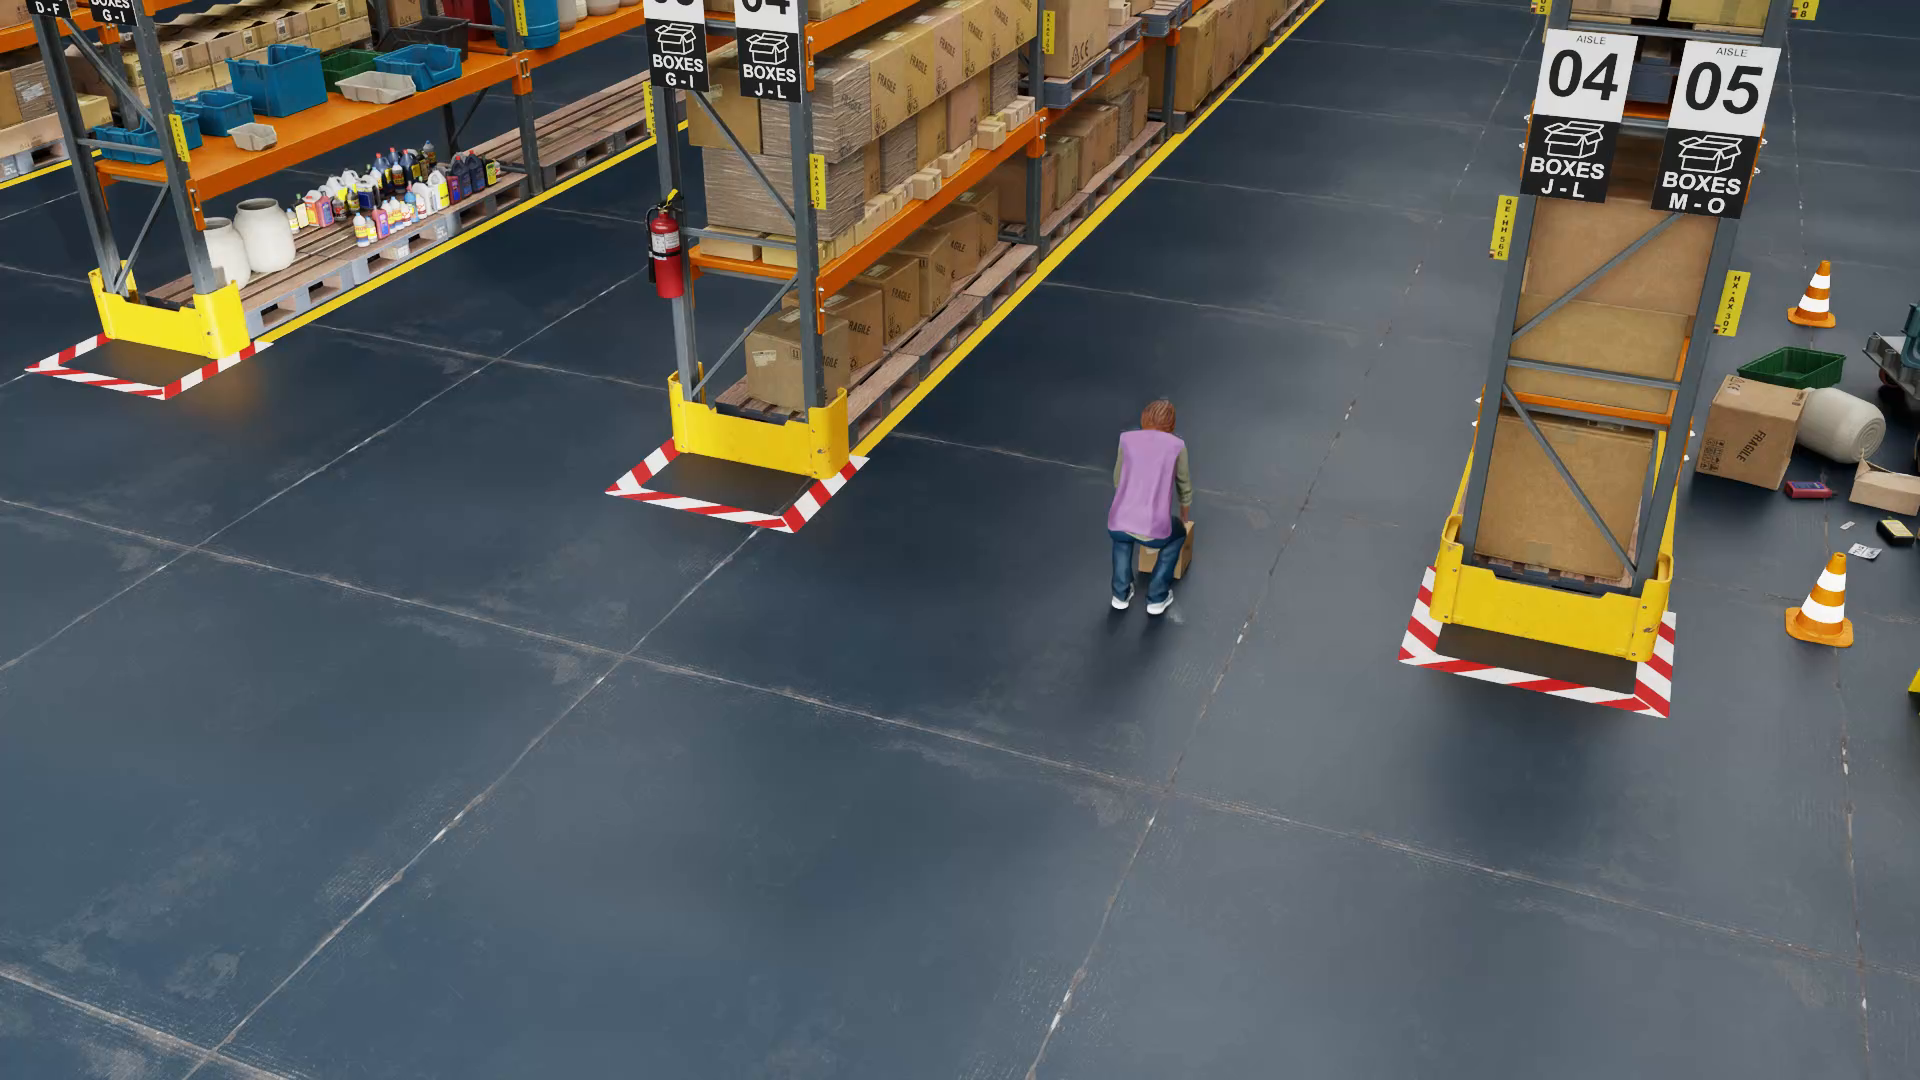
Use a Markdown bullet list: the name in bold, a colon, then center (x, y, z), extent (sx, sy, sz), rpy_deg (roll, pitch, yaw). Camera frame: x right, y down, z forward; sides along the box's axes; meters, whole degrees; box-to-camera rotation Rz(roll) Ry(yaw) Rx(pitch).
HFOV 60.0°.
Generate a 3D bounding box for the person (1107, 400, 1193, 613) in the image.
- **person**: center (1.015, -0.148, 9.164), extent (0.460, 1.088, 0.745), rpy_deg (11, 32, 19)
